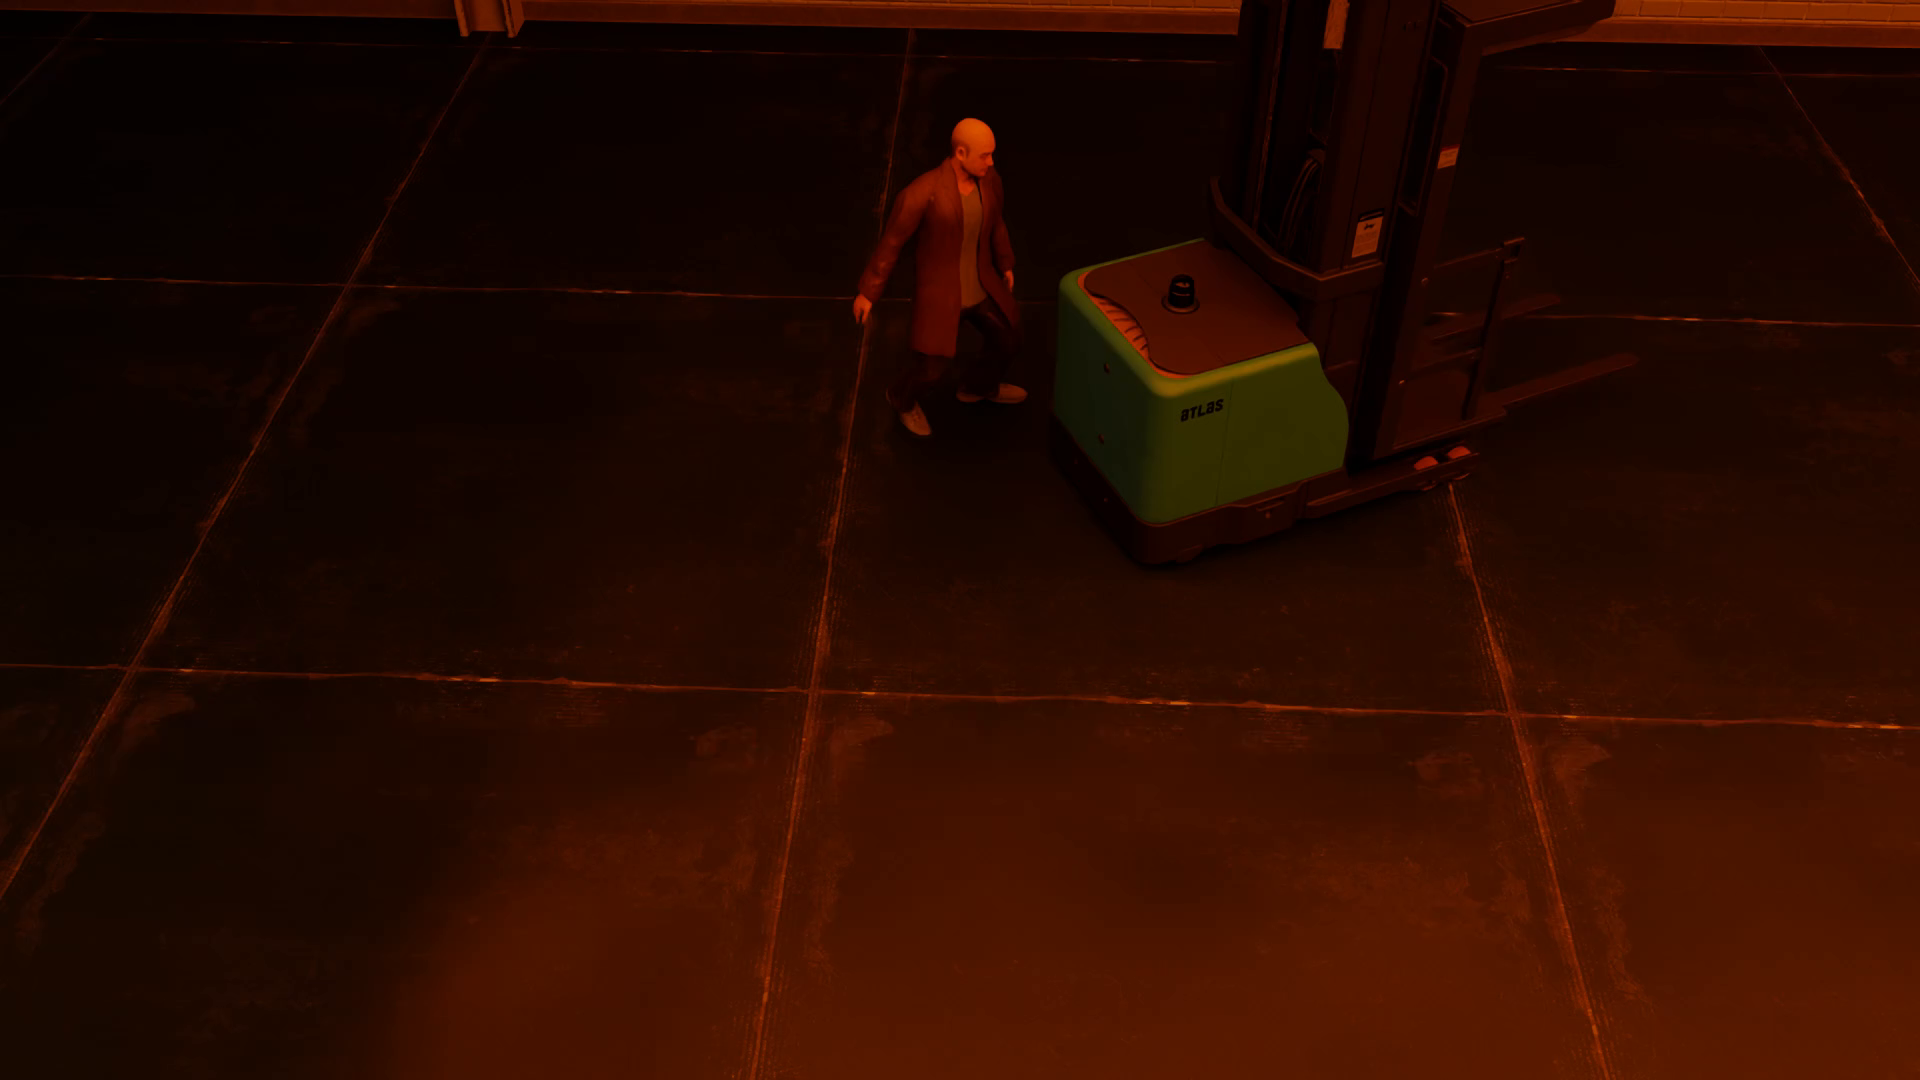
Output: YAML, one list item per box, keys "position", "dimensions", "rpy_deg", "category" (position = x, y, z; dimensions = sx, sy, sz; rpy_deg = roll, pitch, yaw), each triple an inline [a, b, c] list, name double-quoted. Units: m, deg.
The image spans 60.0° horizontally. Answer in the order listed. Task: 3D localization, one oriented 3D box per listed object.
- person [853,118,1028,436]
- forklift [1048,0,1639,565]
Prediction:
- position: [-0.089, -1.238, 8.045]
  dimensions: [0.935, 1.738, 0.584]
  rpy_deg: [-24, 48, -24]
  category: "person"
- position: [2.003, -1.635, 7.533]
  dimensions: [3.031, 2.935, 1.130]
  rpy_deg: [-17, 45, -18]
  category: "forklift"
